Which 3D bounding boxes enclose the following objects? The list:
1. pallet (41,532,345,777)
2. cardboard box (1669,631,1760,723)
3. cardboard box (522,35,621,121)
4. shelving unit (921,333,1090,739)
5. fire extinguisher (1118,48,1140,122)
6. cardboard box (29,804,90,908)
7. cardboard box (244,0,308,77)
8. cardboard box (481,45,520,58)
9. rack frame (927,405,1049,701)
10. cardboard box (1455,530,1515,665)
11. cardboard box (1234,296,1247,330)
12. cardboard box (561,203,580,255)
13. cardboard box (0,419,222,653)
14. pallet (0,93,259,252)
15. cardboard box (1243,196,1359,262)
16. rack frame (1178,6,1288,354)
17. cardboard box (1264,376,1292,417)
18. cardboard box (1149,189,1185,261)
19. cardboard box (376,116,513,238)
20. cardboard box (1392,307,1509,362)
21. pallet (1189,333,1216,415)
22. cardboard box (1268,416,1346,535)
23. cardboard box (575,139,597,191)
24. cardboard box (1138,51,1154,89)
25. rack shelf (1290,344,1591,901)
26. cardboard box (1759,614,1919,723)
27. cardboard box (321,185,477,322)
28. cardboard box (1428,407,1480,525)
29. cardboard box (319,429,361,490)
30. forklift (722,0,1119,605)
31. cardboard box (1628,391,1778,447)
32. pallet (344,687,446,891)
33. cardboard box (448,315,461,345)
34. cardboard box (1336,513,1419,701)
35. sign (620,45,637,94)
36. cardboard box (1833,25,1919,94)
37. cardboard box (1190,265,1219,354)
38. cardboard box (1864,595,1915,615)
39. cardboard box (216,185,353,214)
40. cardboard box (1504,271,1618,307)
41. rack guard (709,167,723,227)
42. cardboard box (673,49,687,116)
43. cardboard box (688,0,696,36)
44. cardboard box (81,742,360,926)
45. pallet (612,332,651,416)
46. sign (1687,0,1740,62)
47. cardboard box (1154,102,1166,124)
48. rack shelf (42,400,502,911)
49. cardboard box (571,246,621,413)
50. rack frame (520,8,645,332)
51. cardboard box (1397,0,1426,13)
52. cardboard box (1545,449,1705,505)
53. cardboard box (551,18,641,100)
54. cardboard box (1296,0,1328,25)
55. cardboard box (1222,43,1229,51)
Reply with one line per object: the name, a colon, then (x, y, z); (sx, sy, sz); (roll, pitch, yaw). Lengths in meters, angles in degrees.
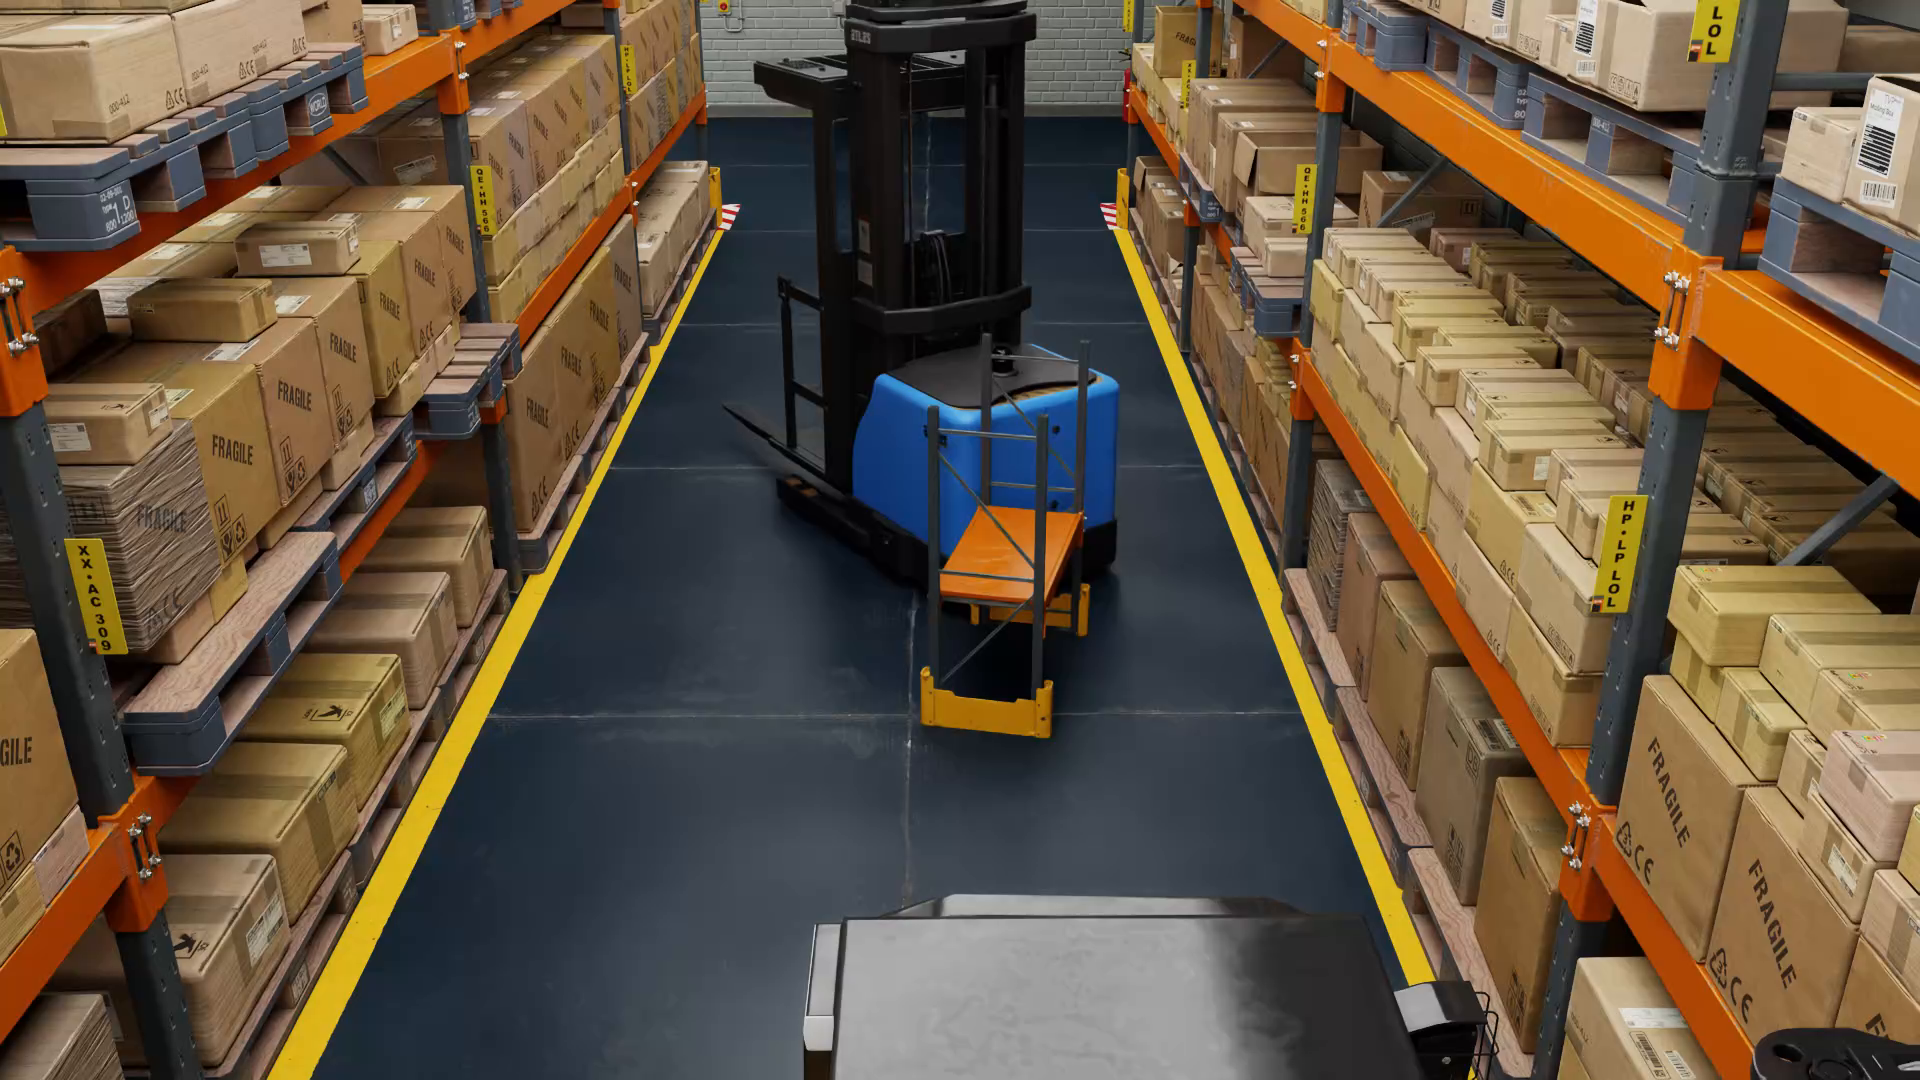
pallet: (-2.608, 0.318, 5.139); (1.003, 0.211, 1.213); (0, 24, -1)
cardboard box: (1.958, 0.314, 4.007); (0.380, 0.149, 0.250); (-1, 24, -1)
cardboard box: (-2.577, -3.068, 11.059); (0.500, 0.500, 0.500); (1, 24, 1)
shelving unit: (0.232, -0.050, 7.541); (0.587, 1.500, 1.083); (6, 25, 12)
fire extinguisher: (1.623, -4.276, 15.610); (0.296, 0.674, 0.183); (0, 24, -1)
cardboard box: (-2.437, 0.792, 4.164); (0.380, 0.149, 0.250); (-1, 24, -1)
cardboard box: (-2.385, -1.602, 5.185); (0.500, 0.250, 0.500); (-1, 24, -1)
cardboard box: (-3.082, -2.859, 10.597); (0.500, 0.500, 0.500); (0, 24, -1)
rack frame: (0.113, 0.157, 7.082); (0.500, 1.500, 0.032); (6, 25, 12)
cardboard box: (1.940, 0.177, 5.400); (0.500, 0.250, 0.500); (0, 24, -1)
cardboard box: (1.945, -1.435, 10.520); (0.380, 0.149, 0.250); (1, 24, 1)
cardboard box: (-2.575, -1.867, 9.921); (0.500, 0.250, 0.500); (0, 24, -1)
cardboard box: (-2.464, -0.021, 4.663); (0.500, 0.500, 0.500); (0, 24, 1)
pallet: (-2.646, -0.990, 4.386); (1.213, 0.211, 1.003); (0, 24, -1)
cardboard box: (1.839, -1.682, 9.001); (0.500, 0.250, 0.500); (-1, 24, -3)
rack frame: (2.131, -2.774, 11.743); (1.000, 3.000, 0.127); (0, 24, -1)
cardboard box: (1.882, -0.788, 9.090); (0.380, 0.149, 0.250); (-1, 24, -3)
cardboard box: (1.875, -2.651, 13.996); (0.500, 0.500, 0.500); (0, 24, 0)
cardboard box: (-2.550, -1.807, 8.271); (0.500, 0.500, 0.500); (-1, 24, -2)
cardboard box: (1.908, -0.802, 6.476); (0.380, 0.149, 0.250); (0, 24, 1)
pallet: (2.177, -1.168, 11.577); (1.003, 0.211, 1.213); (0, 24, -1)
cardboard box: (1.955, -0.351, 8.911); (0.500, 0.500, 0.500); (0, 24, 1)
cardboard box: (-2.560, -2.310, 10.292); (0.500, 0.250, 0.500); (0, 24, 1)
cardboard box: (1.828, -4.094, 14.482); (0.500, 0.250, 0.500); (0, 24, 0)
rack shelf: (2.196, 0.026, 6.425); (1.077, 0.370, 4.000); (0, 24, -1)
cardboard box: (2.035, 0.286, 3.708); (0.380, 0.149, 0.250); (0, 24, 0)
cardboard box: (-2.506, -1.288, 7.466); (0.500, 0.500, 0.500); (-1, 24, -2)
cardboard box: (1.944, -0.261, 5.762); (0.500, 0.250, 0.500); (0, 24, 0)
cardboard box: (-2.422, -0.297, 6.062); (0.380, 0.149, 0.250); (1, 24, 1)
forklift: (-0.406, -1.563, 9.150); (1.130, 2.935, 3.031); (-15, 29, -30)
cardboard box: (2.475, -0.386, 5.555); (0.380, 0.149, 0.250); (0, 24, -1)
pallet: (-2.772, 0.992, 6.800); (1.003, 0.211, 1.213); (0, 24, -1)
cardboard box: (-2.475, -0.935, 7.472); (0.380, 0.149, 0.250); (0, 24, 0)
cardboard box: (2.182, 0.291, 7.338); (0.875, 0.625, 0.625); (1, 24, 1)
sign: (-2.290, -3.248, 11.483); (0.100, 0.325, 0.005); (0, 24, -1)
cardboard box: (2.405, -1.317, 4.556); (0.380, 0.149, 0.250); (0, 24, -1)
cardboard box: (1.911, -1.626, 11.729); (0.500, 0.500, 0.500); (1, 24, 2)
cardboard box: (2.469, 0.153, 4.847); (0.500, 0.250, 0.500); (-1, 24, -1)
cardboard box: (-3.016, -1.288, 7.466); (0.500, 0.500, 0.500); (-1, 24, -2)
cardboard box: (2.509, -1.019, 6.954); (0.380, 0.149, 0.250); (-1, 24, -2)
rack guard: (-2.877, -3.269, 15.872); (1.175, 0.500, 0.348); (0, 24, -1)
cardboard box: (-2.601, -3.828, 13.952); (0.500, 0.500, 0.500); (0, 24, 1)
cardboard box: (-2.633, -4.702, 14.672); (0.500, 0.500, 0.500); (1, 24, 1)
cardboard box: (-2.765, 1.040, 5.990); (0.950, 0.372, 0.625); (1, 24, 3)
pallet: (-2.749, -1.162, 11.563); (1.003, 0.211, 1.213); (0, 24, -1)
sign: (1.675, -1.217, 3.651); (0.100, 0.325, 0.005); (0, 24, -1)
cardboard box: (1.804, -3.532, 13.723); (0.380, 0.149, 0.250); (0, 24, 1)
rack shelf: (-2.767, 0.050, 6.372); (1.077, 0.370, 4.000); (0, 24, -1)
cardboard box: (-2.728, -1.346, 10.655); (0.875, 0.875, 0.875); (0, 24, 1)
rack frame: (-2.833, -2.750, 11.691); (1.000, 3.000, 0.127); (0, 24, -1)
cardboard box: (2.044, -2.268, 6.232); (0.700, 0.500, 0.500); (-1, 24, -2)
cardboard box: (2.021, -0.166, 5.068); (0.380, 0.149, 0.250); (0, 24, -1)
cardboard box: (-2.596, -3.449, 11.900); (0.500, 0.500, 0.500); (0, 24, 0)
cardboard box: (1.926, -2.635, 7.977); (0.500, 0.250, 0.500); (-1, 24, -2)
cardboard box: (2.357, -4.301, 14.941); (0.500, 0.250, 0.500); (0, 24, 1)
